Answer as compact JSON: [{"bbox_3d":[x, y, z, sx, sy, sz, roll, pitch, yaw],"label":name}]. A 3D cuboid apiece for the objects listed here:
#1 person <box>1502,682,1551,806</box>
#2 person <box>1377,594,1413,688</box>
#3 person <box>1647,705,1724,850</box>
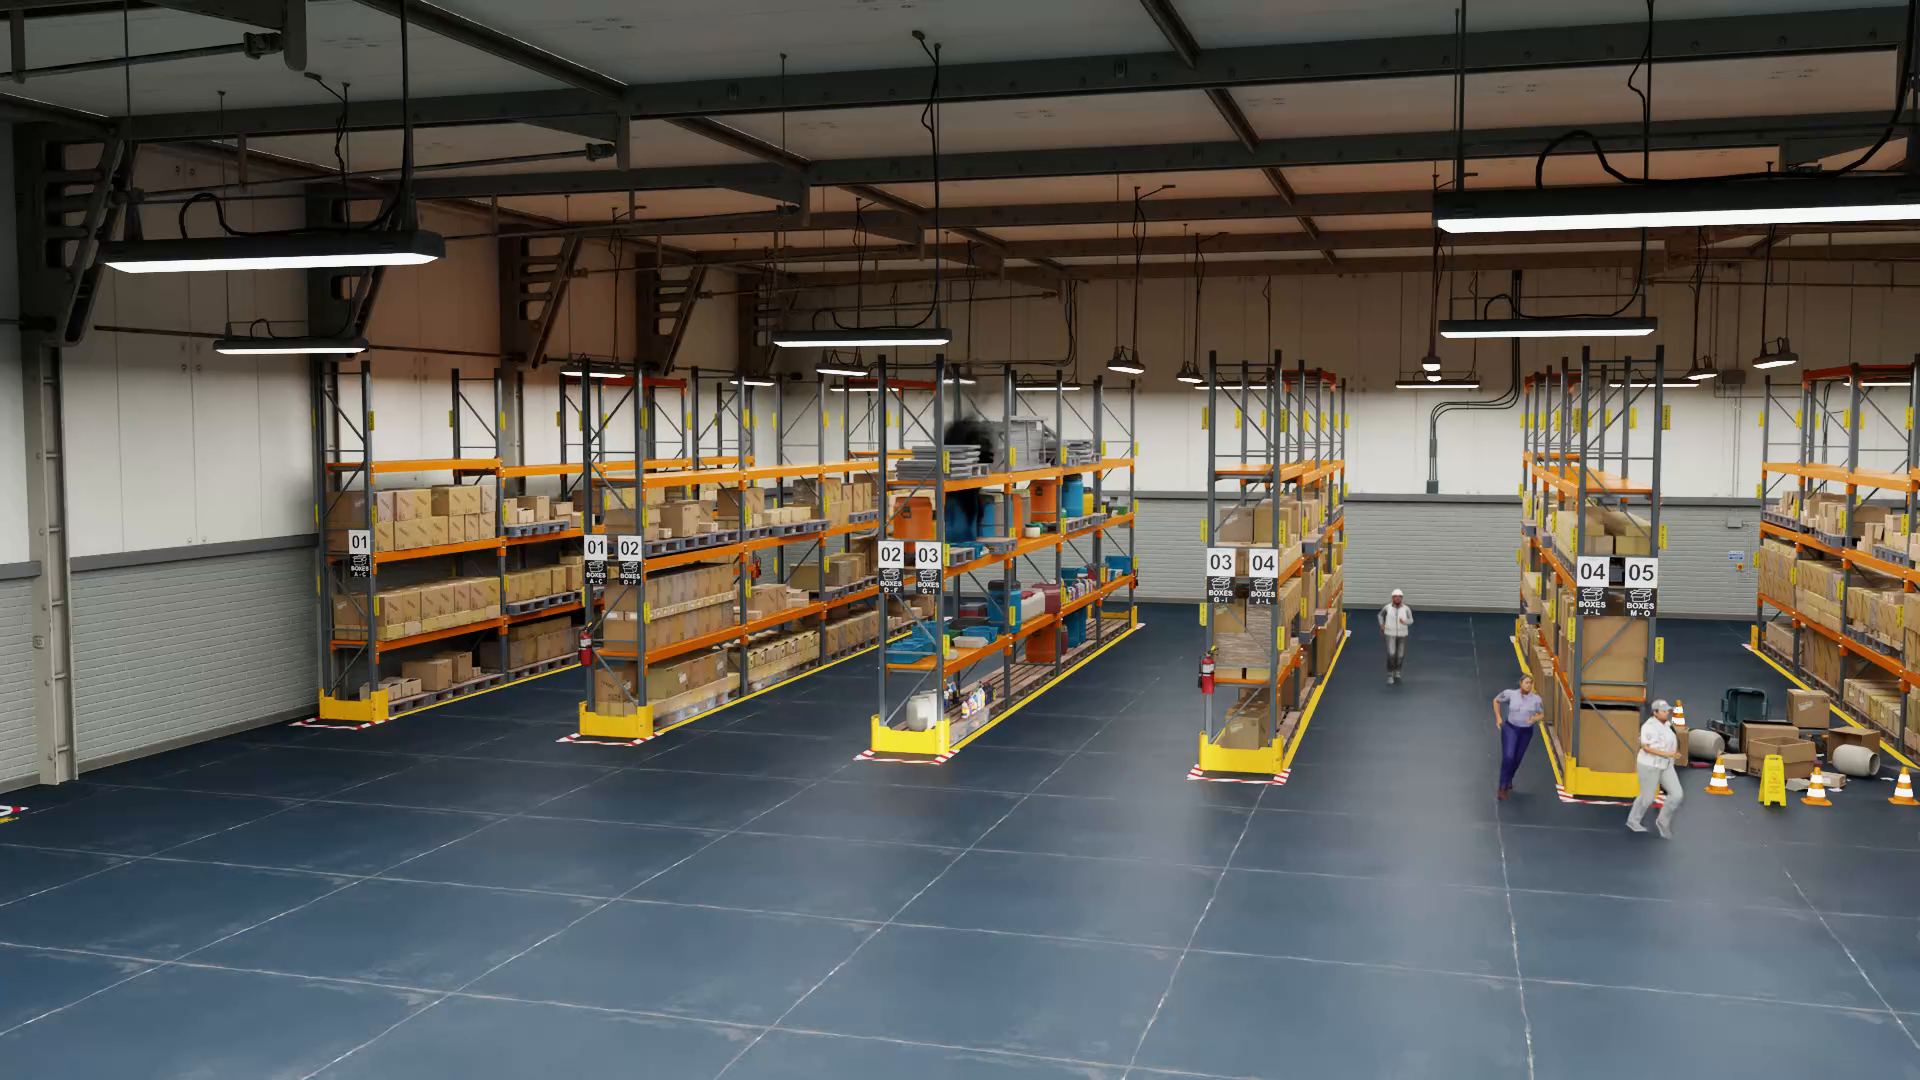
[{"bbox_3d":[7.458,2.657,21.890,0.647,1.594,0.585,0,4,0],"label":"person"},{"bbox_3d":[8.216,1.884,31.422,0.669,1.746,0.875,1,4,12],"label":"person"},{"bbox_3d":[8.604,2.768,19.666,0.622,1.666,0.915,-3,5,-34],"label":"person"}]
